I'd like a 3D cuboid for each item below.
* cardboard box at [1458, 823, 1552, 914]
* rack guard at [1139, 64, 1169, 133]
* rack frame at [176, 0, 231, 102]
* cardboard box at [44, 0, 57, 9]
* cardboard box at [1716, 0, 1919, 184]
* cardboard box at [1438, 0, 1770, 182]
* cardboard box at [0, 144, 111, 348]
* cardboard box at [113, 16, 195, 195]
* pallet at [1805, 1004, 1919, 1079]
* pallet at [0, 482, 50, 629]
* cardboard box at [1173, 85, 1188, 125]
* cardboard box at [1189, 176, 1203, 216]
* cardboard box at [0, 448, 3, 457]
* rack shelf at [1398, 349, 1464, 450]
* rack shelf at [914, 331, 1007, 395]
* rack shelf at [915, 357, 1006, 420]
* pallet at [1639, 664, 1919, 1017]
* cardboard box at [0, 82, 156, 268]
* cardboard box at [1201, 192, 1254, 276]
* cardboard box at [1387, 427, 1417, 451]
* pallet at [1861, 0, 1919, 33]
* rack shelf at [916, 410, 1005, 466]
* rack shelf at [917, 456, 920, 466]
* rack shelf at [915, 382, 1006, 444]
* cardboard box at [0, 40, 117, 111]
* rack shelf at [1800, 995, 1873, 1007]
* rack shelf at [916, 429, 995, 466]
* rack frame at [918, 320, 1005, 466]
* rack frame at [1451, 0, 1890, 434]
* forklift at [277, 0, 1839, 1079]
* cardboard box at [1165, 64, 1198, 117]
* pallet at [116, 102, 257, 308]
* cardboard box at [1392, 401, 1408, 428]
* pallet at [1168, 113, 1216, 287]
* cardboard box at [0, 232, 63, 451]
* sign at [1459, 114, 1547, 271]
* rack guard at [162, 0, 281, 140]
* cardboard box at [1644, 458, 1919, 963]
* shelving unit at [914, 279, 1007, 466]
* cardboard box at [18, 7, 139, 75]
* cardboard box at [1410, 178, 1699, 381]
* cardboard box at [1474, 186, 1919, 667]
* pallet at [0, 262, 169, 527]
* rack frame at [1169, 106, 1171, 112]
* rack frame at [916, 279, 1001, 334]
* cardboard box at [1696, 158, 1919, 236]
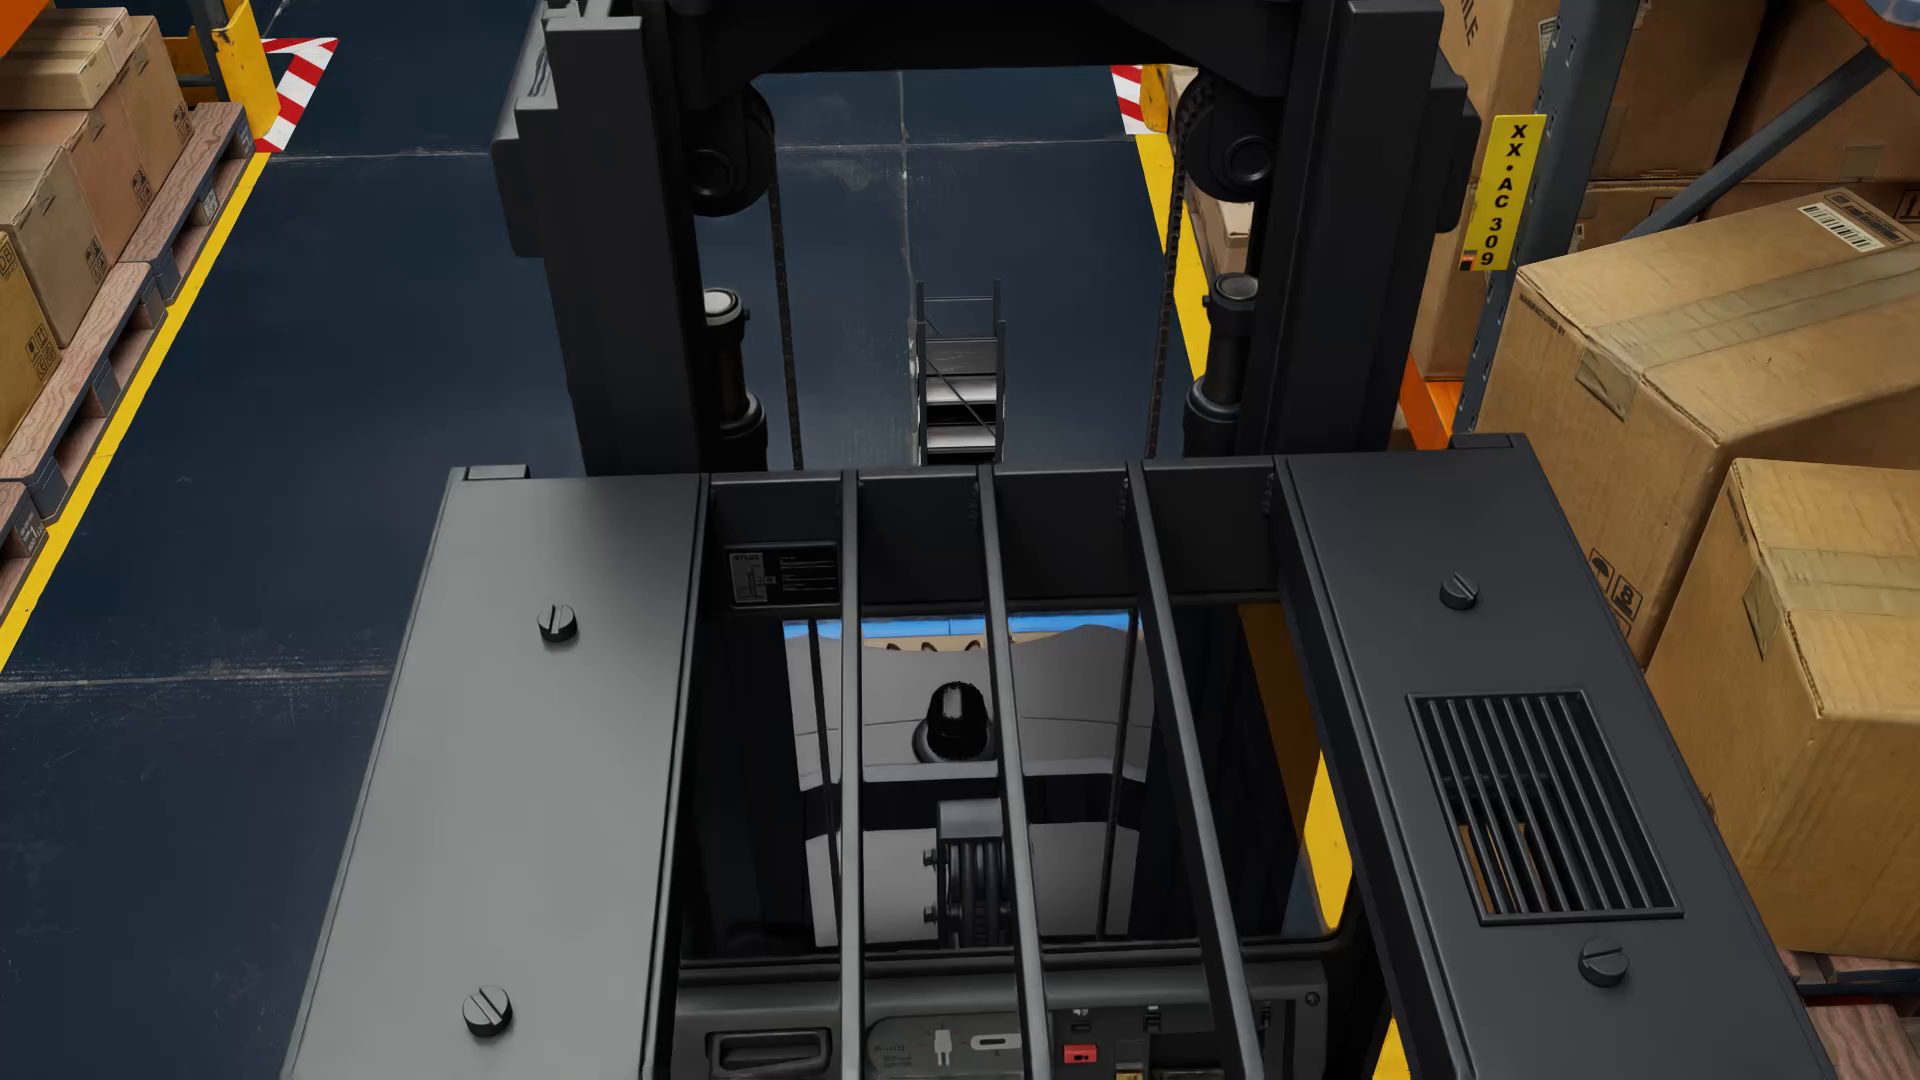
[{"bbox_3d":[1.327,0.751,3.735,0.500,0.500,0.500,-3,43,-4],"label":"cardboard box"},{"bbox_3d":[1.383,-2.069,7.138,1.175,0.500,0.348,-2,43,-2],"label":"rack guard"},{"bbox_3d":[-3.569,-2.897,6.191,1.000,3.000,0.127,-2,43,-2],"label":"rack frame"},{"bbox_3d":[-3.645,-1.979,6.248,0.380,0.149,0.250,-1,43,-2],"label":"cardboard box"},{"bbox_3d":[1.811,-1.073,3.387,0.500,0.500,0.500,-1,43,-1],"label":"cardboard box"},{"bbox_3d":[1.270,-1.081,3.396,0.500,0.500,0.500,-1,43,-2],"label":"cardboard box"},{"bbox_3d":[-3.396,-0.984,5.642,0.700,0.500,0.500,-3,43,-3],"label":"cardboard box"},{"bbox_3d":[-3.439,-1.661,6.381,0.700,0.500,0.500,-2,43,-2],"label":"cardboard box"},{"bbox_3d":[1.633,1.117,1.954,1.003,0.211,1.213,-2,43,-2],"label":"pallet"},{"bbox_3d":[-3.353,0.315,4.750,1.003,0.211,1.213,-2,43,-2],"label":"pallet"},{"bbox_3d":[1.065,-1.699,6.654,0.380,0.166,0.250,-2,43,-2],"label":"cardboard box"},{"bbox_3d":[1.141,-1.478,6.352,0.500,0.250,0.500,-2,43,-2],"label":"cardboard box"},{"bbox_3d":[-3.347,-0.277,4.872,0.700,0.500,0.500,-2,43,-2],"label":"cardboard box"},{"bbox_3d":[1.465,-1.427,5.119,1.077,0.370,4.000,-2,43,-2],"label":"rack shelf"},{"bbox_3d":[0.000,-0.512,4.792,0.258,0.077,0.200,-2,43,-2],"label":"rack shelf"},{"bbox_3d":[0.000,-0.445,4.853,0.258,0.077,0.200,-2,43,-2],"label":"rack shelf"},{"bbox_3d":[1.475,0.272,2.876,1.003,0.211,1.213,-2,43,-2],"label":"pallet"},{"bbox_3d":[-3.418,-1.323,6.013,0.700,0.500,0.500,-2,43,-2],"label":"cardboard box"},{"bbox_3d":[1.162,-1.140,5.984,0.500,0.250,0.500,-2,43,-2],"label":"cardboard box"},{"bbox_3d":[1.242,0.041,4.510,0.500,0.500,0.500,-2,43,-2],"label":"cardboard box"},{"bbox_3d":[1.507,-0.936,1.970,1.213,0.211,1.003,-2,43,-2],"label":"pallet"},{"bbox_3d":[0.000,-0.313,4.974,0.258,0.077,0.200,-2,43,-2],"label":"rack shelf"},{"bbox_3d":[0.000,-0.180,5.096,0.258,0.077,0.200,-2,43,-2],"label":"rack shelf"},{"bbox_3d":[0.000,-0.379,4.914,0.258,0.077,0.200,-2,43,-2],"label":"rack shelf"},{"bbox_3d":[-3.240,-1.646,5.885,0.380,0.149,0.250,-1,43,-1],"label":"cardboard box"},{"bbox_3d":[1.635,1.274,2.173,1.077,0.370,4.000,-2,43,-2],"label":"rack shelf"},{"bbox_3d":[0.000,-0.246,5.035,0.258,0.077,0.200,-2,43,-2],"label":"rack shelf"},{"bbox_3d":[0.004,-0.269,4.877,0.240,0.900,0.006,-2,43,-2],"label":"rack frame"},{"bbox_3d":[1.550,-0.342,3.403,1.000,3.000,0.127,-2,43,-2],"label":"rack frame"},{"bbox_3d":[0.050,0.872,2.130,1.130,2.935,3.031,-2,43,-2],"label":"forklift"},{"bbox_3d":[1.054,-1.861,6.844,0.380,0.149,0.250,-2,43,-2],"label":"cardboard box"},{"bbox_3d":[-3.457,-1.332,6.547,1.003,0.211,1.213,-2,43,-2],"label":"pallet"},{"bbox_3d":[1.210,-0.396,5.126,0.500,0.311,0.500,-2,43,-2],"label":"cardboard box"},{"bbox_3d":[1.418,-1.425,6.648,1.003,0.211,1.213,-2,43,-2],"label":"pallet"},{"bbox_3d":[-3.366,-0.624,5.250,0.700,0.500,0.500,-1,43,-1],"label":"cardboard box"},{"bbox_3d":[1.008,-0.640,3.088,0.100,0.325,0.005,-2,43,-2],"label":"sign"},{"bbox_3d":[-3.570,-1.992,7.053,1.175,0.500,0.348,-2,43,-2],"label":"rack guard"},{"bbox_3d":[1.439,0.255,2.367,0.700,0.500,0.500,5,43,5],"label":"cardboard box"},{"bbox_3d":[0.000,-0.337,4.952,0.258,0.900,0.210,-2,43,-2],"label":"shelving unit"},{"bbox_3d":[-3.252,-1.819,6.073,0.380,0.149,0.250,-2,43,-2],"label":"cardboard box"},{"bbox_3d":[1.272,-0.709,3.729,0.500,0.500,0.500,-1,43,-1],"label":"cardboard box"},{"bbox_3d":[1.347,-0.207,2.871,0.700,0.500,0.500,-15,45,-16],"label":"cardboard box"},{"bbox_3d":[-3.408,-0.510,5.651,1.003,0.211,1.213,-2,43,-2],"label":"pallet"},{"bbox_3d":[1.380,-3.042,6.349,1.000,3.000,0.127,-2,43,-2],"label":"rack frame"},{"bbox_3d":[-0.005,-0.406,5.027,0.240,0.900,0.006,-2,43,-2],"label":"rack frame"},{"bbox_3d":[1.800,-0.731,3.753,0.500,0.500,0.500,-1,43,-1],"label":"cardboard box"}]
